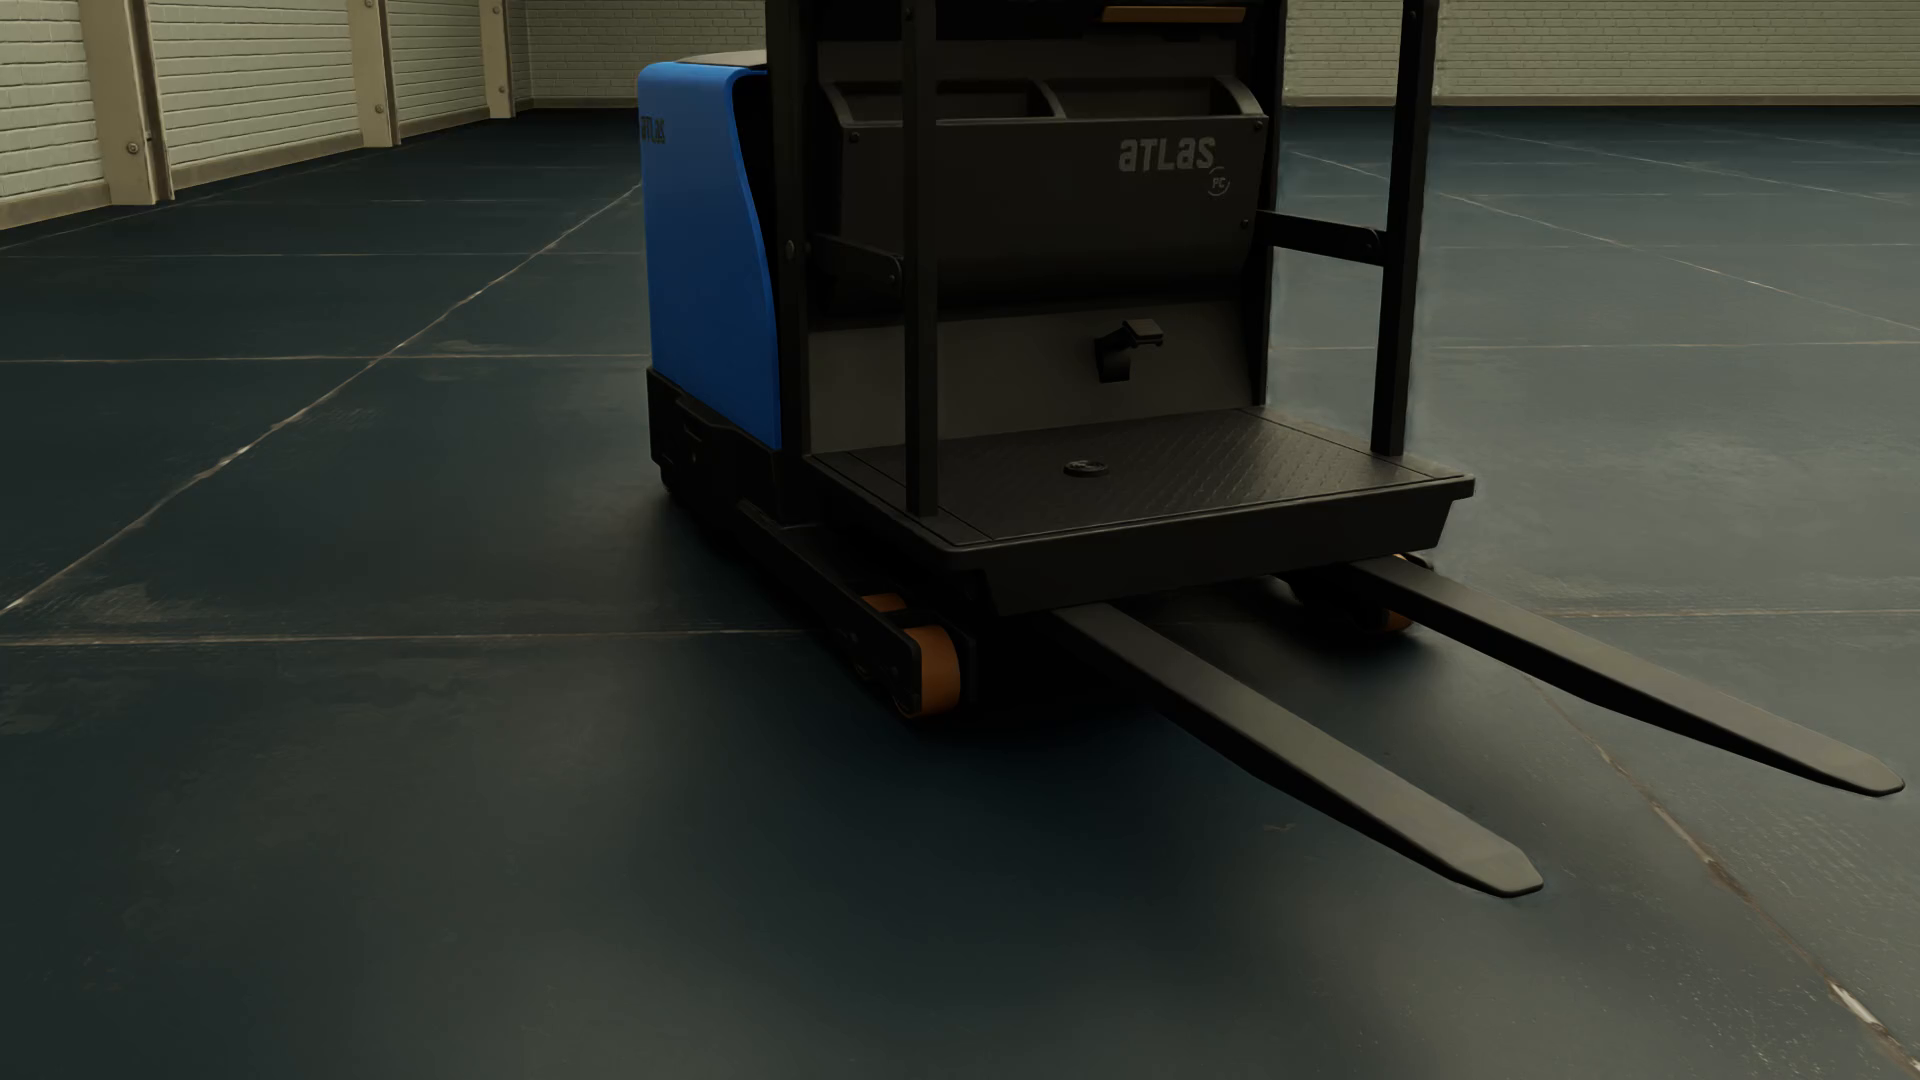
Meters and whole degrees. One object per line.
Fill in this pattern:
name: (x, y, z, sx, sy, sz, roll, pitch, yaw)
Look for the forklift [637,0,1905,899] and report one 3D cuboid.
forklift: (0.269, -1.234, 2.941, 1.130, 2.935, 3.031, -8, 19, -24)
